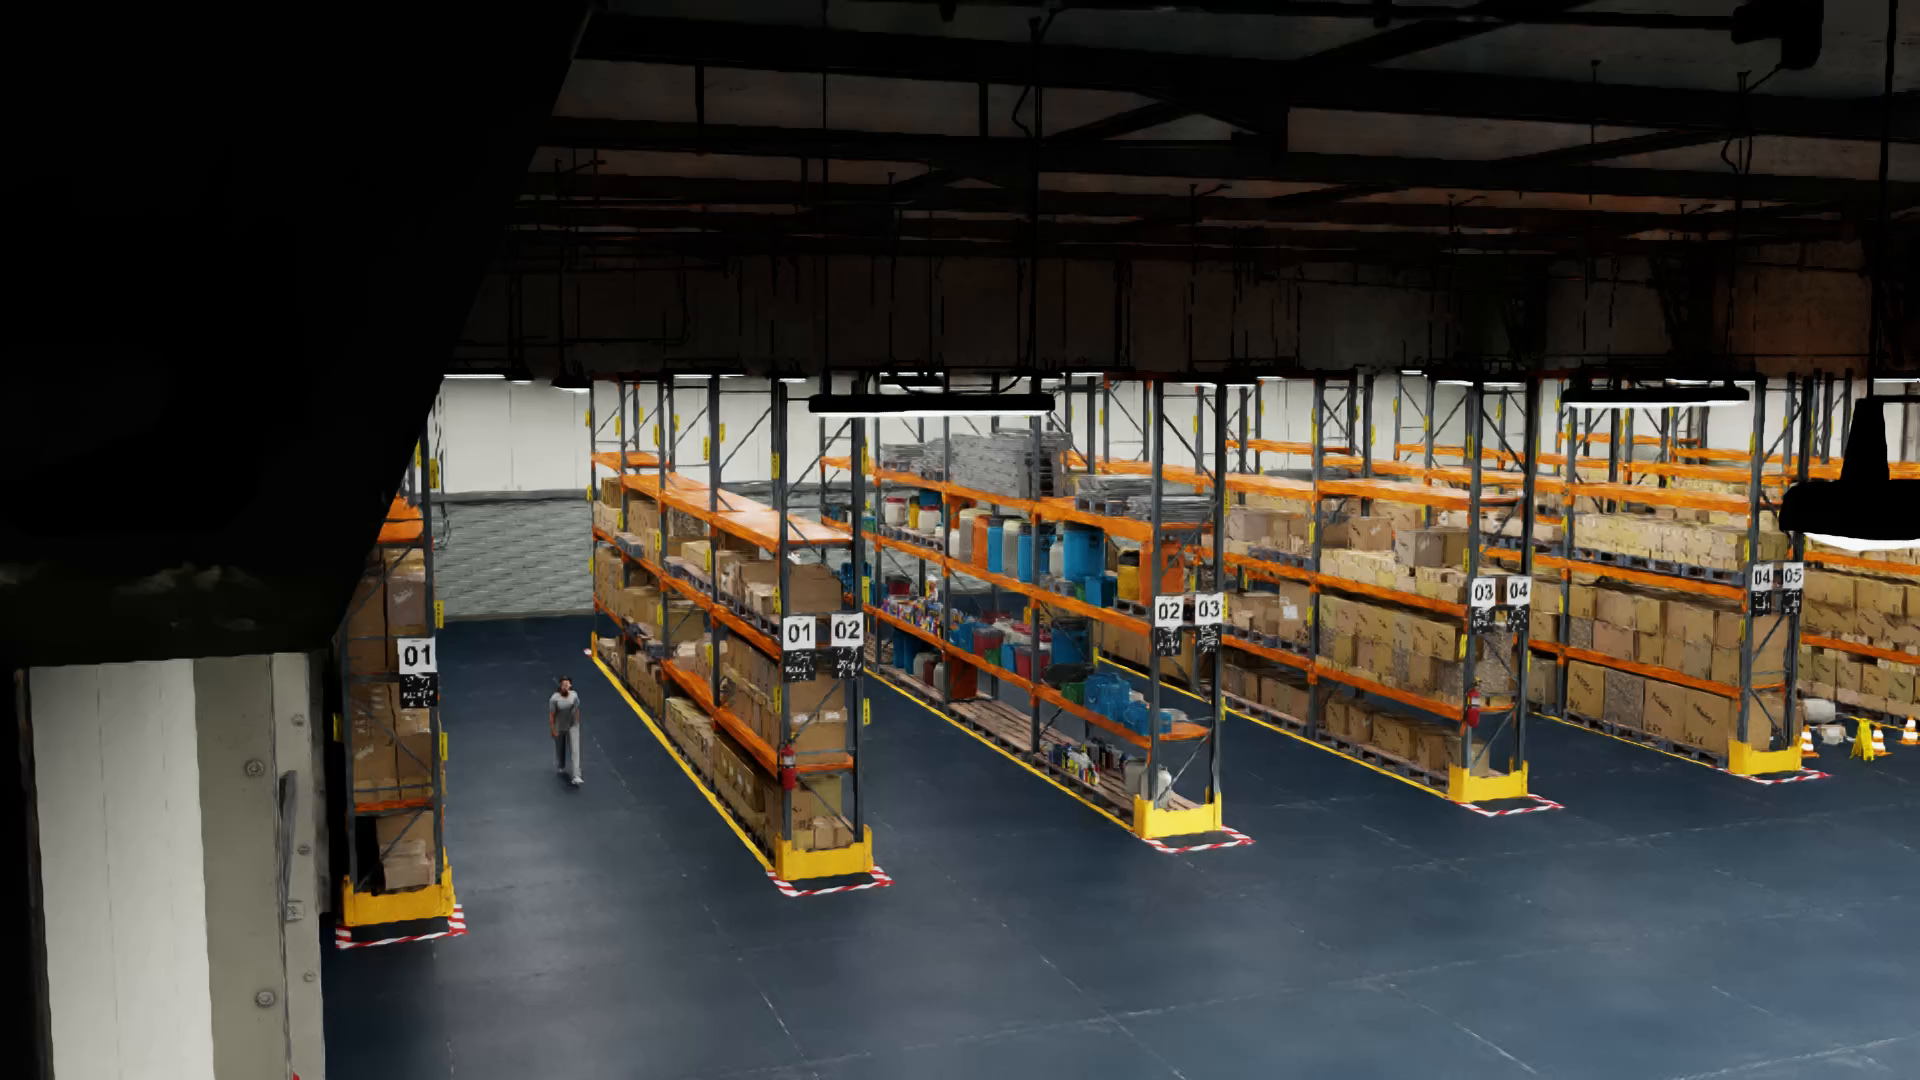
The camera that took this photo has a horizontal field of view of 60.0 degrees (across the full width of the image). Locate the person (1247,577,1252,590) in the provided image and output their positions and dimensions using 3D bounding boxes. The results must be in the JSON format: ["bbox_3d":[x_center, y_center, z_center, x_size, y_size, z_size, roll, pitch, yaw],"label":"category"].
[{"bbox_3d":[7.535,0.629,43.274,0.595,1.772,0.572,2,7,16],"label":"person"}]

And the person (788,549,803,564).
[{"bbox_3d":[-4.212,0.916,41.153,0.499,1.662,0.657,4,7,29],"label":"person"}]

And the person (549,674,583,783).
[{"bbox_3d":[-5.863,2.774,24.682,0.446,1.590,1.110,-2,7,-18],"label":"person"}]

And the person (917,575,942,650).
[{"bbox_3d":[-0.669,1.571,34.938,0.675,1.720,0.841,-5,8,-37],"label":"person"}]
